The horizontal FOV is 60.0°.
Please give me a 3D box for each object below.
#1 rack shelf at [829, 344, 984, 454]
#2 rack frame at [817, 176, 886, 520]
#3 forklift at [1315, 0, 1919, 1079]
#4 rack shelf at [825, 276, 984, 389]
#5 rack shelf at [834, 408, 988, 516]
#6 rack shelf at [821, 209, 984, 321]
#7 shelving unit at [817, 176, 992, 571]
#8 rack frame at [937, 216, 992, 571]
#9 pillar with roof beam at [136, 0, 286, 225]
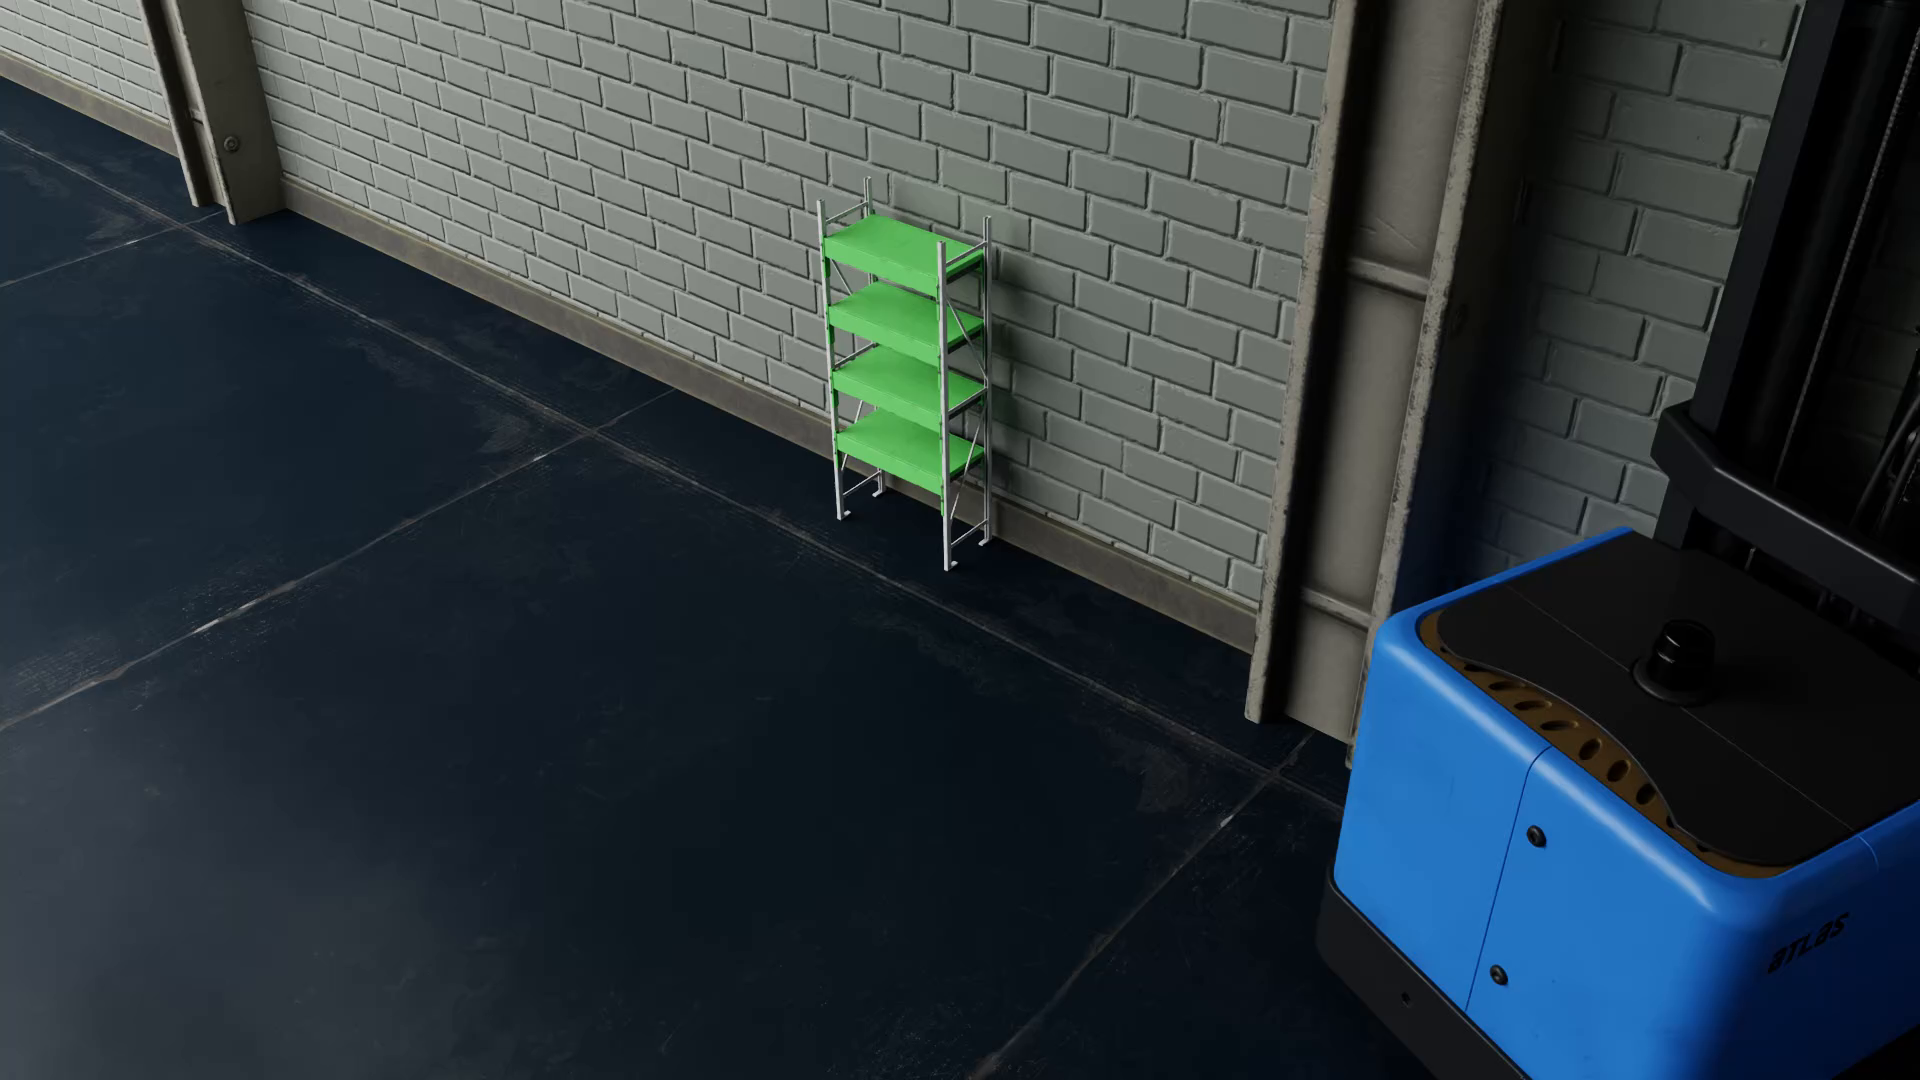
[{"bbox_3d":[-0.167,-0.476,5.492,0.480,0.148,0.258,25,43,31],"label":"rack shelf"},{"bbox_3d":[-0.356,-0.616,5.583,0.015,1.200,0.240,25,43,31],"label":"rack frame"},{"bbox_3d":[2.424,-0.323,3.631,3.031,2.935,1.130,-18,38,-24],"label":"forklift"},{"bbox_3d":[-0.169,-0.672,5.354,0.480,0.148,0.258,25,43,31],"label":"rack shelf"},{"bbox_3d":[-0.164,-0.281,5.631,0.480,0.148,0.258,25,43,31],"label":"rack shelf"},{"bbox_3d":[-0.172,-0.868,5.215,0.480,0.148,0.258,25,43,31],"label":"rack shelf"},{"bbox_3d":[-0.167,-0.529,5.455,0.503,1.200,0.258,25,43,31],"label":"shelving unit"},{"bbox_3d":[0.022,-0.441,5.328,0.015,1.200,0.240,25,43,31],"label":"rack frame"},{"bbox_3d":[-6.266,-3.476,2.863,0.400,9.000,9.100,25,42,32],"label":"pillar with roof beam"}]
